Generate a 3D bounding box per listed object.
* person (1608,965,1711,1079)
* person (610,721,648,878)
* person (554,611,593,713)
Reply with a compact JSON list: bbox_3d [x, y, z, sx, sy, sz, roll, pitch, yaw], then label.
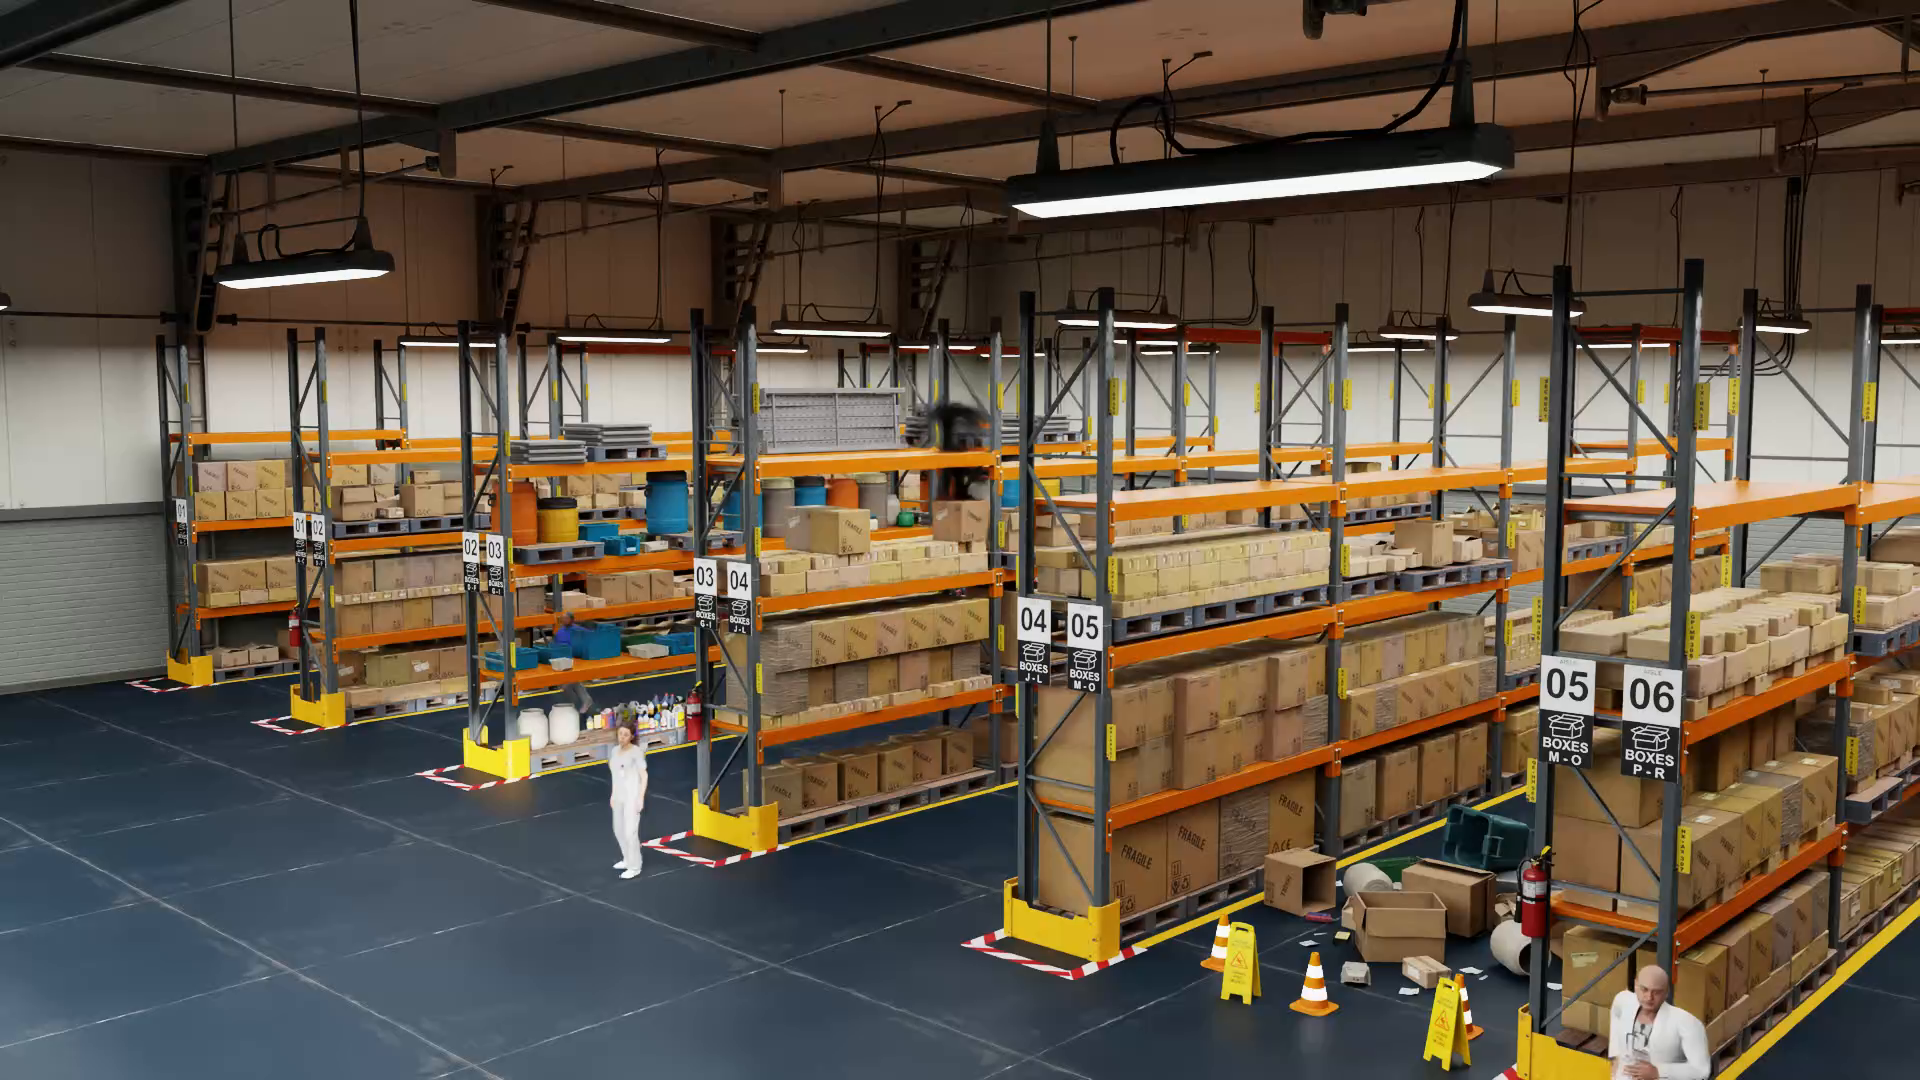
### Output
[{"bbox_3d":[4.183,3.360,9.969,0.626,1.774,0.905,3,6,31],"label":"person"},{"bbox_3d":[-3.459,2.718,17.530,0.613,1.658,0.547,3,6,27],"label":"person"},{"bbox_3d":[-5.966,1.928,25.612,0.525,1.705,0.861,4,7,35],"label":"person"}]
